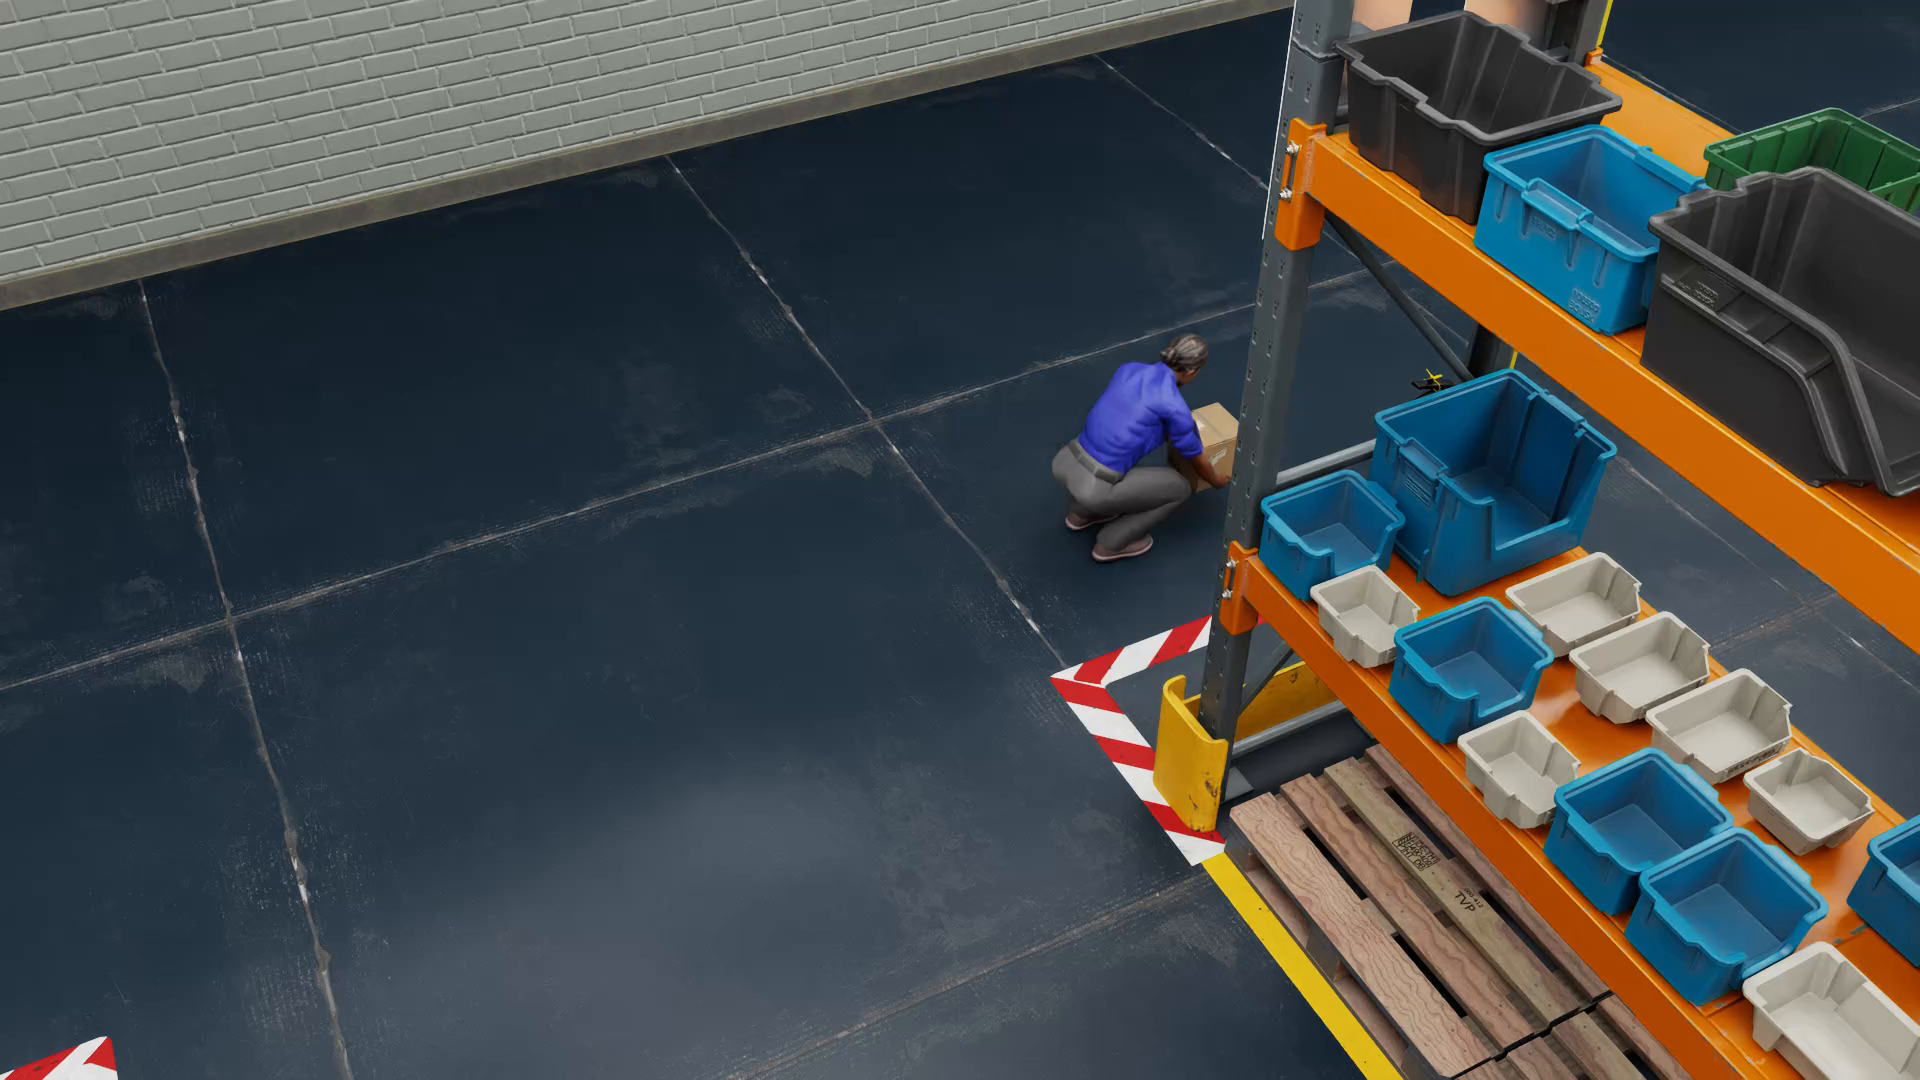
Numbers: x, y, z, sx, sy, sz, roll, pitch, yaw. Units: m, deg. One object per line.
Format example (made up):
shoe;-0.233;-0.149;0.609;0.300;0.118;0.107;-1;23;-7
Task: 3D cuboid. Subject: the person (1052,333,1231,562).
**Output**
person;0.783;-0.415;7.203;0.827;0.913;0.499;-19;45;-20
